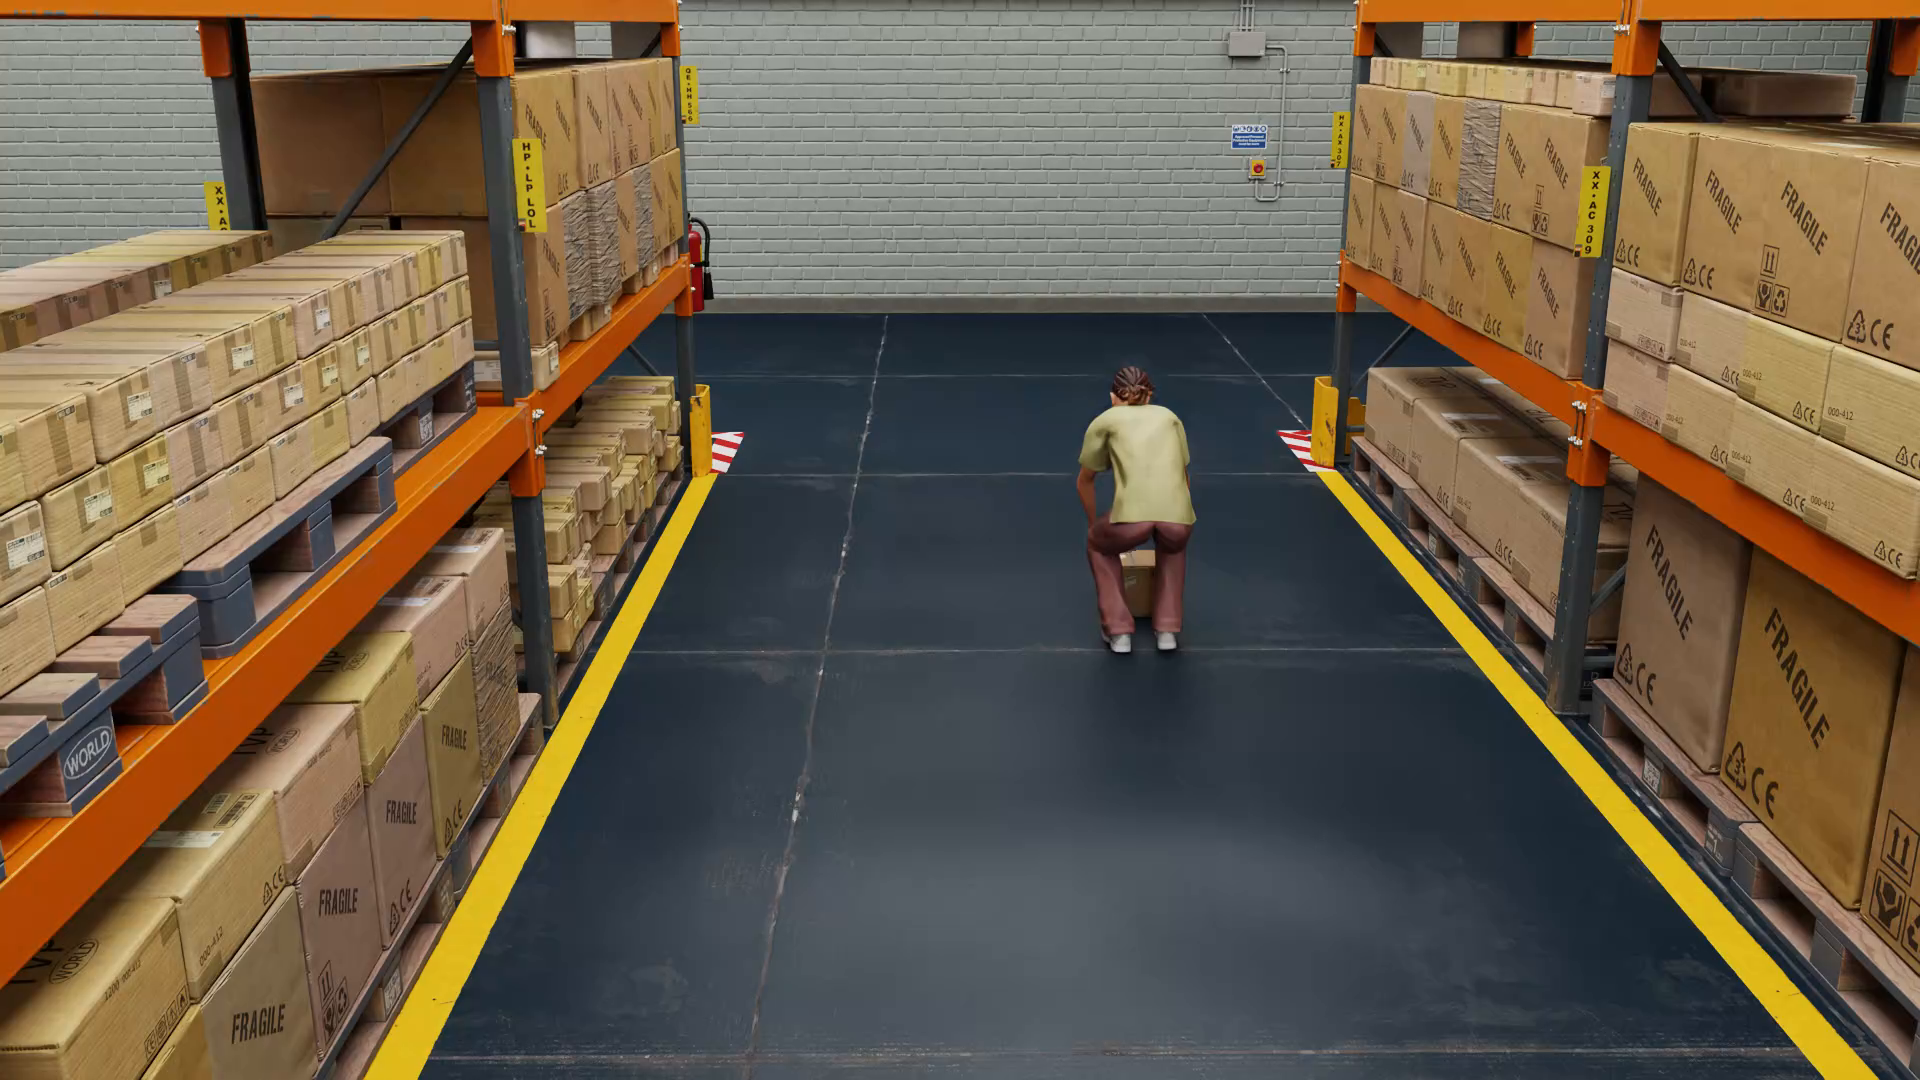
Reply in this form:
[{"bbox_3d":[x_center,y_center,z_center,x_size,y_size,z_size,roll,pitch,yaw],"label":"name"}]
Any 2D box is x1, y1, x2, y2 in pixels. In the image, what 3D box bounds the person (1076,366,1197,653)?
[{"bbox_3d":[0.770,-0.126,7.287,0.506,1.187,0.730,0,17,-1],"label":"person"}]
